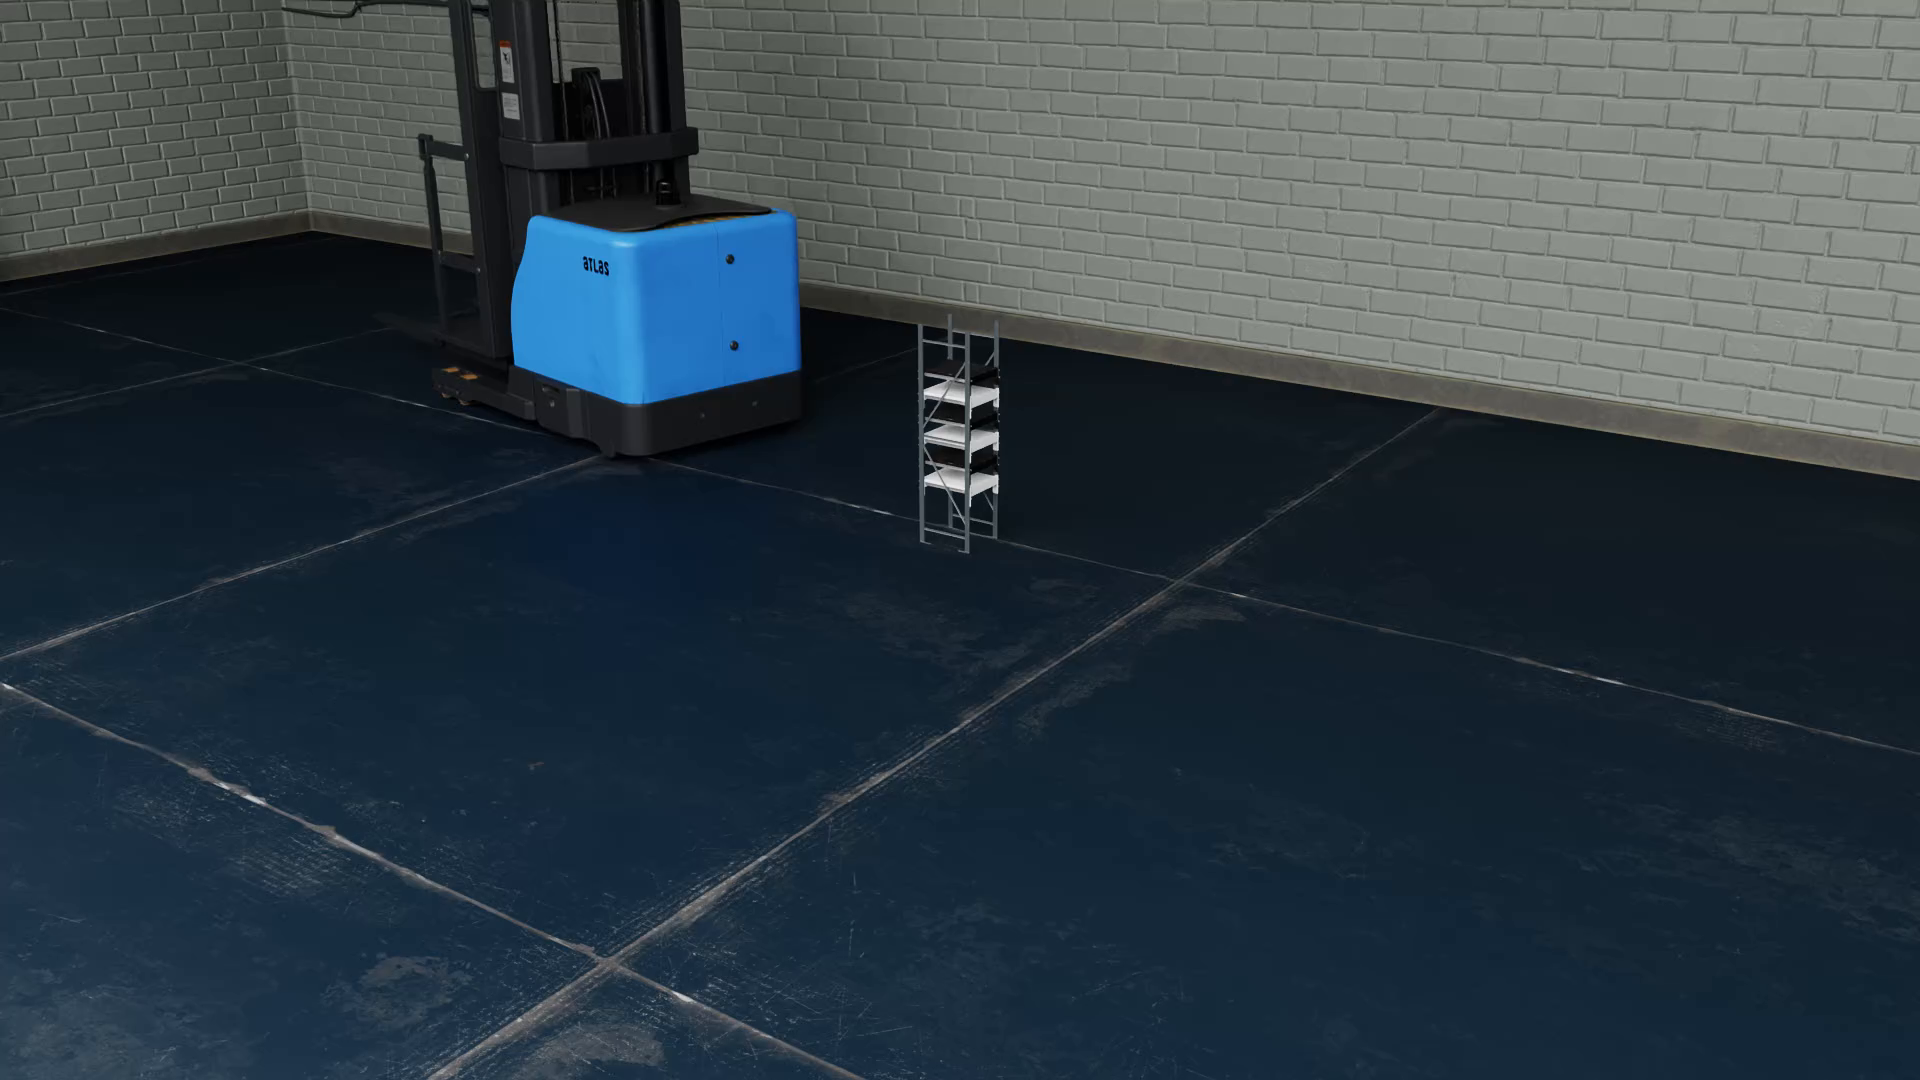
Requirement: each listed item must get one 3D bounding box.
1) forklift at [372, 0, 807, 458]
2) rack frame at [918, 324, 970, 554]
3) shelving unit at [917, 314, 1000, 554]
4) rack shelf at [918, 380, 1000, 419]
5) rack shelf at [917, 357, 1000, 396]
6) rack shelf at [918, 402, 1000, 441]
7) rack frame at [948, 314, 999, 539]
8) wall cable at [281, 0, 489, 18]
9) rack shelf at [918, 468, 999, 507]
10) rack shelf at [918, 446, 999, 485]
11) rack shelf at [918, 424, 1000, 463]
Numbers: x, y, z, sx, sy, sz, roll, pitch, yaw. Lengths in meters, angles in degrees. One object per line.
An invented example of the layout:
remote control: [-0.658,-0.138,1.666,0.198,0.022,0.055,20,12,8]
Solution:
forklift: [-2.138,-2.180,8.433,1.130,2.935,3.031,-18,27,-40]
rack frame: [-0.062,-0.391,6.524,0.240,0.900,0.006,13,24,32]
shelving unit: [-0.005,-0.420,6.603,0.258,0.900,0.210,13,24,32]
rack shelf: [-0.005,-0.557,6.552,0.258,0.077,0.200,13,24,32]
rack shelf: [-0.005,-0.642,6.520,0.258,0.077,0.200,13,24,32]
rack shelf: [-0.005,-0.473,6.583,0.258,0.077,0.200,13,24,32]
rack frame: [0.053,-0.449,6.681,0.240,0.900,0.006,13,24,32]
wall cable: [-4.122,-5.010,11.815,3.097,2.526,0.112,13,24,32]
rack shelf: [-0.005,-0.220,6.677,0.258,0.077,0.200,13,24,32]
rack shelf: [-0.005,-0.304,6.645,0.258,0.077,0.200,13,24,32]
rack shelf: [-0.005,-0.388,6.614,0.258,0.077,0.200,13,24,32]
